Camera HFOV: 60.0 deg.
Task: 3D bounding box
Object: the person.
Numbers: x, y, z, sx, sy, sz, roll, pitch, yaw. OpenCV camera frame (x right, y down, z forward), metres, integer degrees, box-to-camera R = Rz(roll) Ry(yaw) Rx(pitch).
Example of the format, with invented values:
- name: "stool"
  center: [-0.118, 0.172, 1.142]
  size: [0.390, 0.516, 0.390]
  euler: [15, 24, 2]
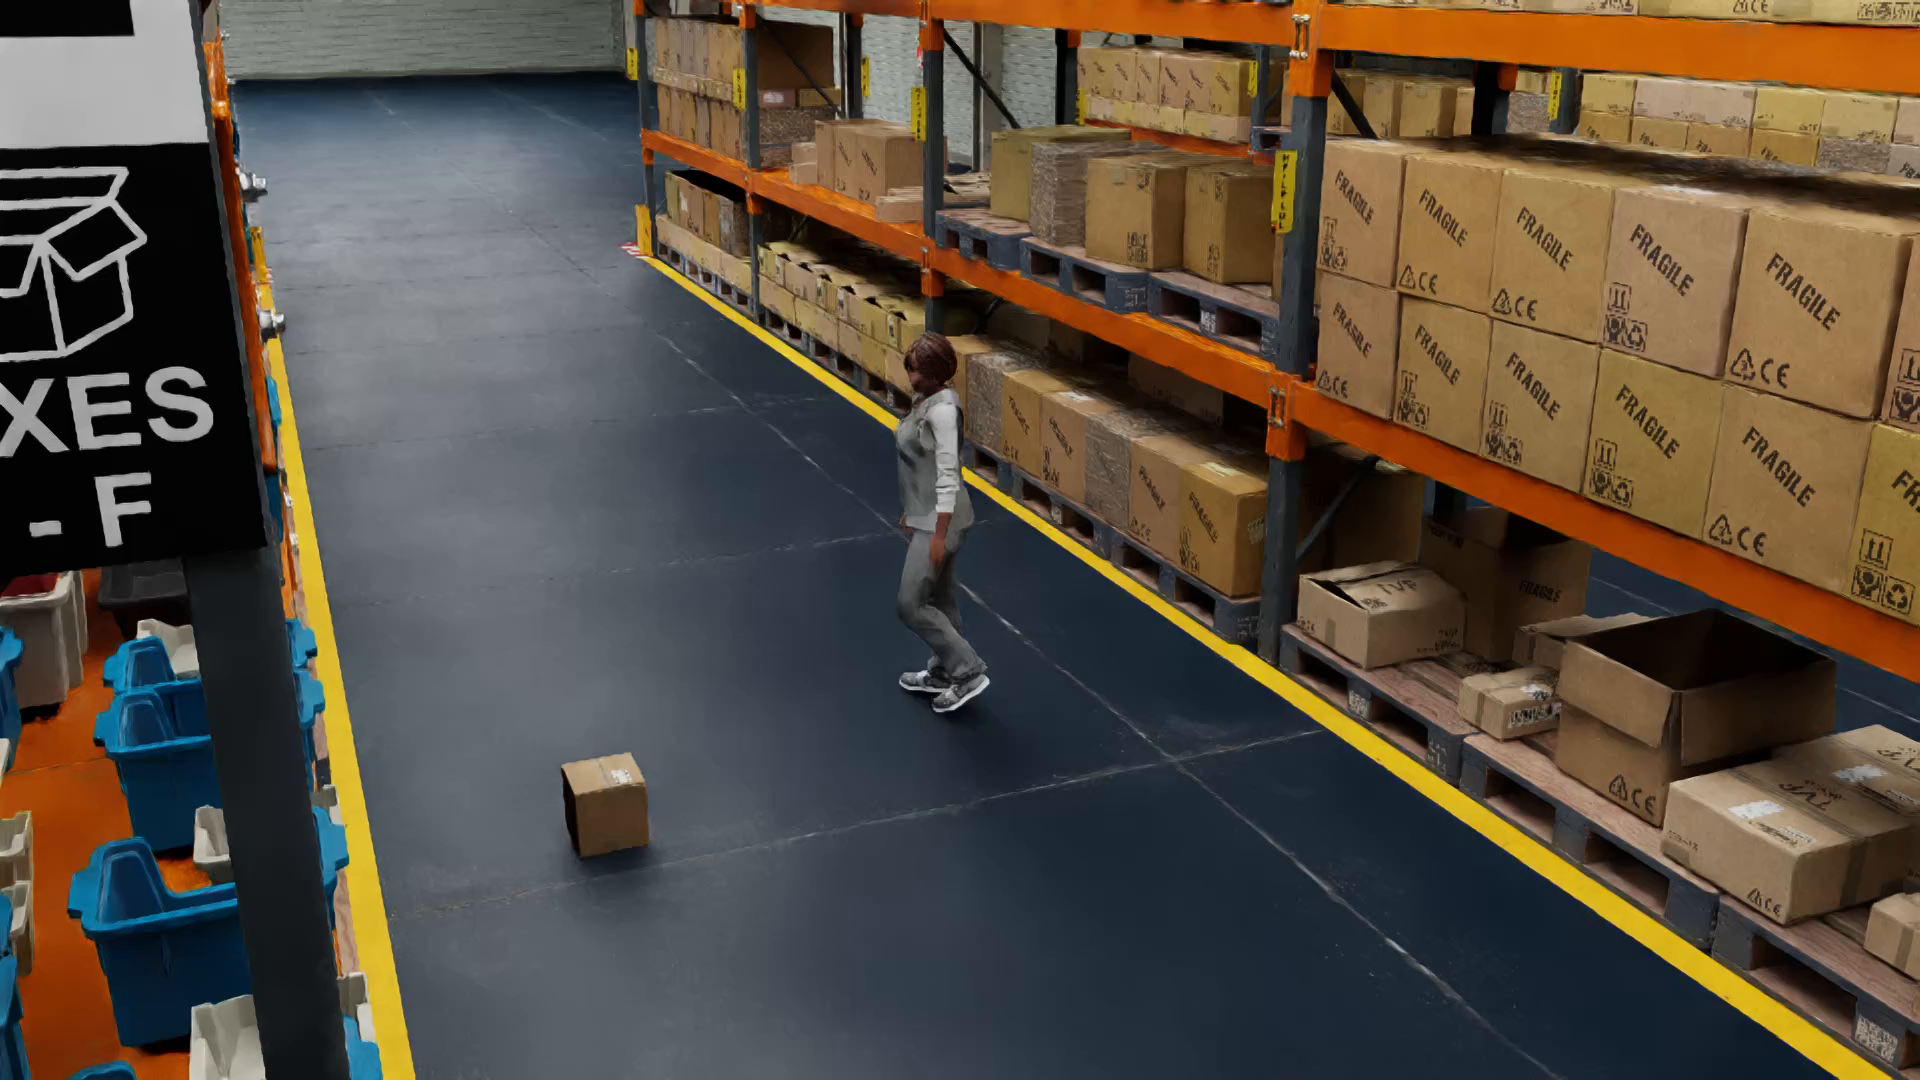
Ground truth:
- name: "person"
  center: [-0.072, -0.059, 6.723]
  size: [0.380, 1.580, 0.470]
  euler: [-1, 19, -3]
